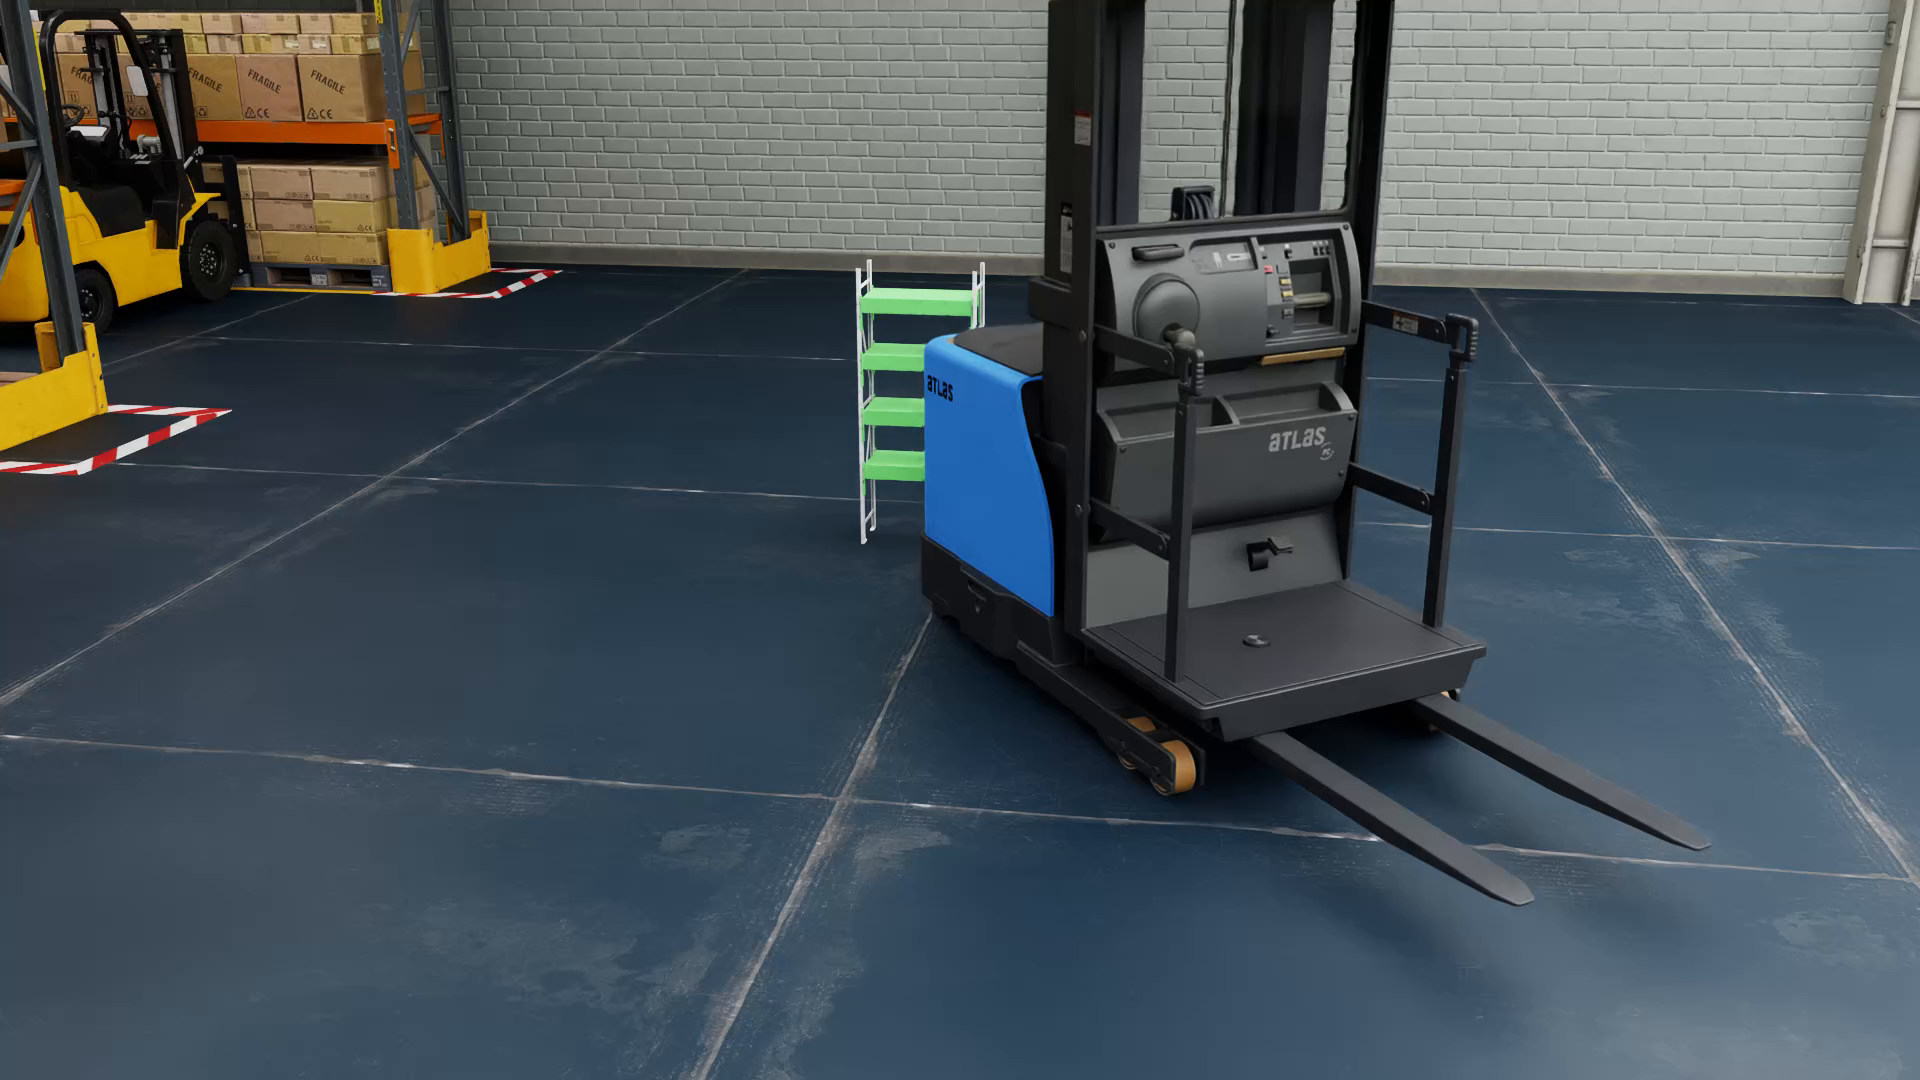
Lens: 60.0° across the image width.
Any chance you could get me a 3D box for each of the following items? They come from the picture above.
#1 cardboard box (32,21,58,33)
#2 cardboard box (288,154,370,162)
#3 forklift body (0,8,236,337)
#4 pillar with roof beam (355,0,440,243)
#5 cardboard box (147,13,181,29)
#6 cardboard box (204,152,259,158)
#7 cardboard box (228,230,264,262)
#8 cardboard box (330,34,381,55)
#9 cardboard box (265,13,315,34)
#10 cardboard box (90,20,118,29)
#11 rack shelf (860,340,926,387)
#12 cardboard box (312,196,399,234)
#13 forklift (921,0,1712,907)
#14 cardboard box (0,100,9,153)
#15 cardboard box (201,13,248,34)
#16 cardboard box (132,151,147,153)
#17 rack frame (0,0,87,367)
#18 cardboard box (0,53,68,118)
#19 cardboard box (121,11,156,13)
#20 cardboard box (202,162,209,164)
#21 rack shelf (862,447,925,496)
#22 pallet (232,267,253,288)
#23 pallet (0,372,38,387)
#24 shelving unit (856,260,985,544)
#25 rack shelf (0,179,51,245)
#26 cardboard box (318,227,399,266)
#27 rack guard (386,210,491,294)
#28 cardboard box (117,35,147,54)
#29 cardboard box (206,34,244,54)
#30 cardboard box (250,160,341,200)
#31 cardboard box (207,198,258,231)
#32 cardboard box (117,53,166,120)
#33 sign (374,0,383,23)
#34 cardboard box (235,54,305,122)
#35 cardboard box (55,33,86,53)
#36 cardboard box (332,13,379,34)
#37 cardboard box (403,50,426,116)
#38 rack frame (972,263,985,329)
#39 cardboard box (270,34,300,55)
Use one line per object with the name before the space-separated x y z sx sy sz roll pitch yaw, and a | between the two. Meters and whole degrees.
cardboard box | -7.179 -4.097 13.172 0.250 0.149 0.380 3 19 10
cardboard box | -5.200 -3.026 13.714 0.500 0.250 0.500 3 19 9
forklift body | -6.423 -2.670 11.894 1.214 2.155 2.313 3 19 9
pillar with roof beam | -5.489 -5.362 9.148 0.400 9.000 9.100 3 19 9
cardboard box | -6.164 -4.072 13.098 0.250 0.149 0.380 3 19 9
cardboard box | -6.197 -3.082 13.883 0.500 0.250 0.500 3 19 8
cardboard box | -5.757 -2.425 13.494 0.500 0.250 0.500 3 19 9
cardboard box | -4.648 -3.833 12.853 0.250 0.149 0.380 3 19 9
cardboard box | -5.160 -4.004 12.894 0.250 0.149 0.380 3 19 10
cardboard box | -6.659 -4.097 13.172 0.250 0.149 0.380 3 19 8
rack shelf | -0.163 -0.744 7.082 0.480 0.148 0.258 3 19 9
cardboard box | -4.792 -2.608 13.253 0.500 0.250 0.500 3 19 8
forklift | 0.959 -0.780 5.016 1.130 2.935 3.031 -9 21 -25
cardboard box | -5.469 -2.293 8.801 0.500 0.500 0.500 3 19 8
cardboard box | -5.668 -4.018 12.937 0.250 0.149 0.380 3 19 10
cardboard box | -7.192 -3.134 14.039 0.500 0.250 0.500 3 19 8
rack frame | -5.045 -1.993 8.534 0.127 3.000 1.000 3 19 9
cardboard box | -7.297 -3.672 13.394 0.500 0.500 0.500 3 19 10
cardboard box | -6.833 -4.278 13.712 0.250 0.149 0.380 3 19 8
cardboard box | -6.270 -2.918 13.391 0.500 0.250 0.500 3 19 8
rack shelf | -0.163 -0.289 7.234 0.480 0.148 0.258 3 19 9
pallet | -6.224 -2.314 13.886 1.213 0.211 1.003 3 19 9
pallet | -5.917 -0.727 9.143 1.213 0.211 1.003 3 19 9
shelving unit | -0.163 -0.577 7.138 0.503 1.200 0.258 3 19 9
rack shelf | -7.020 -1.753 8.949 4.000 0.370 1.077 3 19 9
cardboard box | -4.775 -2.369 13.326 0.500 0.250 0.500 3 19 9
rack guard | -4.238 -2.362 13.575 0.348 0.500 1.175 3 19 9
cardboard box | -6.414 -3.923 13.119 0.250 0.149 0.380 3 19 8
cardboard box | -5.666 -3.884 13.004 0.250 0.149 0.380 2 19 7
cardboard box | -5.271 -2.867 13.241 0.500 0.250 0.500 3 19 10
cardboard box | -5.798 -2.656 13.396 0.500 0.250 0.500 2 19 7
cardboard box | -6.304 -3.615 13.223 0.500 0.500 0.500 3 19 9
sign | -4.361 -4.041 12.454 0.005 0.325 0.100 3 19 9
cardboard box | -5.300 -3.568 13.081 0.500 0.500 0.500 4 19 10
cardboard box | -6.930 -3.940 13.172 0.250 0.149 0.380 3 19 8
cardboard box | -4.649 -3.997 12.872 0.250 0.149 0.380 3 19 9
cardboard box | -4.706 -3.708 13.500 0.500 0.500 0.500 4 19 10
rack frame | 0.077 -0.565 7.101 0.015 1.200 0.240 3 19 9
cardboard box | -5.152 -3.869 12.960 0.250 0.149 0.380 3 19 10
